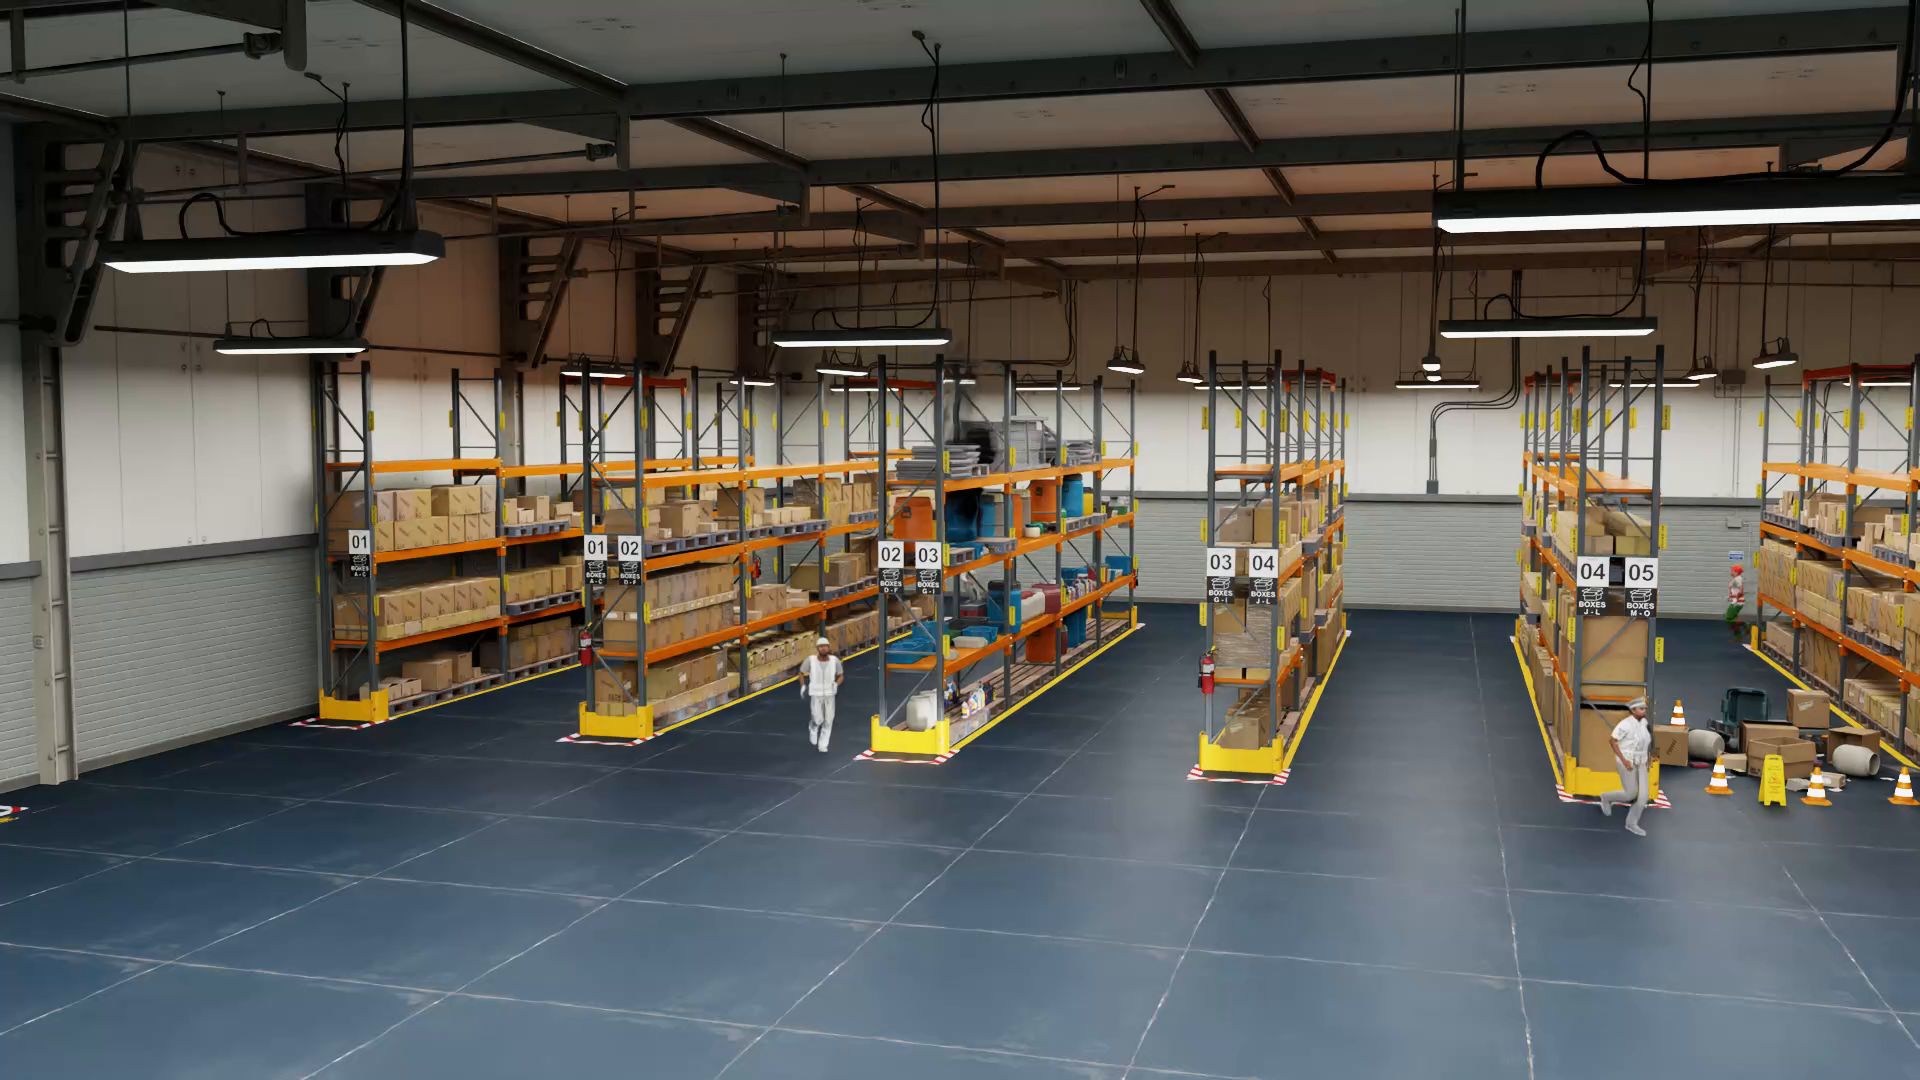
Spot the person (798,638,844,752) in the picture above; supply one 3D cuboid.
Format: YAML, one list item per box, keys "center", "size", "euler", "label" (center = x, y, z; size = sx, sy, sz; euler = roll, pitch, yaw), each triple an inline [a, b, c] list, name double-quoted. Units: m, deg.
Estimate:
- center: [-2.071, 2.340, 25.095]
  size: [0.682, 1.732, 0.584]
  euler: [-1, 4, -14]
  label: "person"

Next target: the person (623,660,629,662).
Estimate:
- center: [-6.003, 1.931, 30.724]
  size: [0.675, 1.750, 0.771]
  euler: [0, 4, 7]
  label: "person"

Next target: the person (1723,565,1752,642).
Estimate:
- center: [17.616, 1.453, 37.638]
  size: [0.669, 1.753, 0.686]
  euler: [2, 5, 31]
  label: "person"

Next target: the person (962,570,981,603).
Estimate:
- center: [0.242, 1.212, 42.242]
  size: [0.663, 1.573, 0.558]
  euler: [3, 5, 39]
  label: "person"

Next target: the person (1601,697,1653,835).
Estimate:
- center: [8.202, 2.729, 20.403]
  size: [0.569, 1.670, 0.659]
  euler: [-2, 5, -29]
  label: "person"
